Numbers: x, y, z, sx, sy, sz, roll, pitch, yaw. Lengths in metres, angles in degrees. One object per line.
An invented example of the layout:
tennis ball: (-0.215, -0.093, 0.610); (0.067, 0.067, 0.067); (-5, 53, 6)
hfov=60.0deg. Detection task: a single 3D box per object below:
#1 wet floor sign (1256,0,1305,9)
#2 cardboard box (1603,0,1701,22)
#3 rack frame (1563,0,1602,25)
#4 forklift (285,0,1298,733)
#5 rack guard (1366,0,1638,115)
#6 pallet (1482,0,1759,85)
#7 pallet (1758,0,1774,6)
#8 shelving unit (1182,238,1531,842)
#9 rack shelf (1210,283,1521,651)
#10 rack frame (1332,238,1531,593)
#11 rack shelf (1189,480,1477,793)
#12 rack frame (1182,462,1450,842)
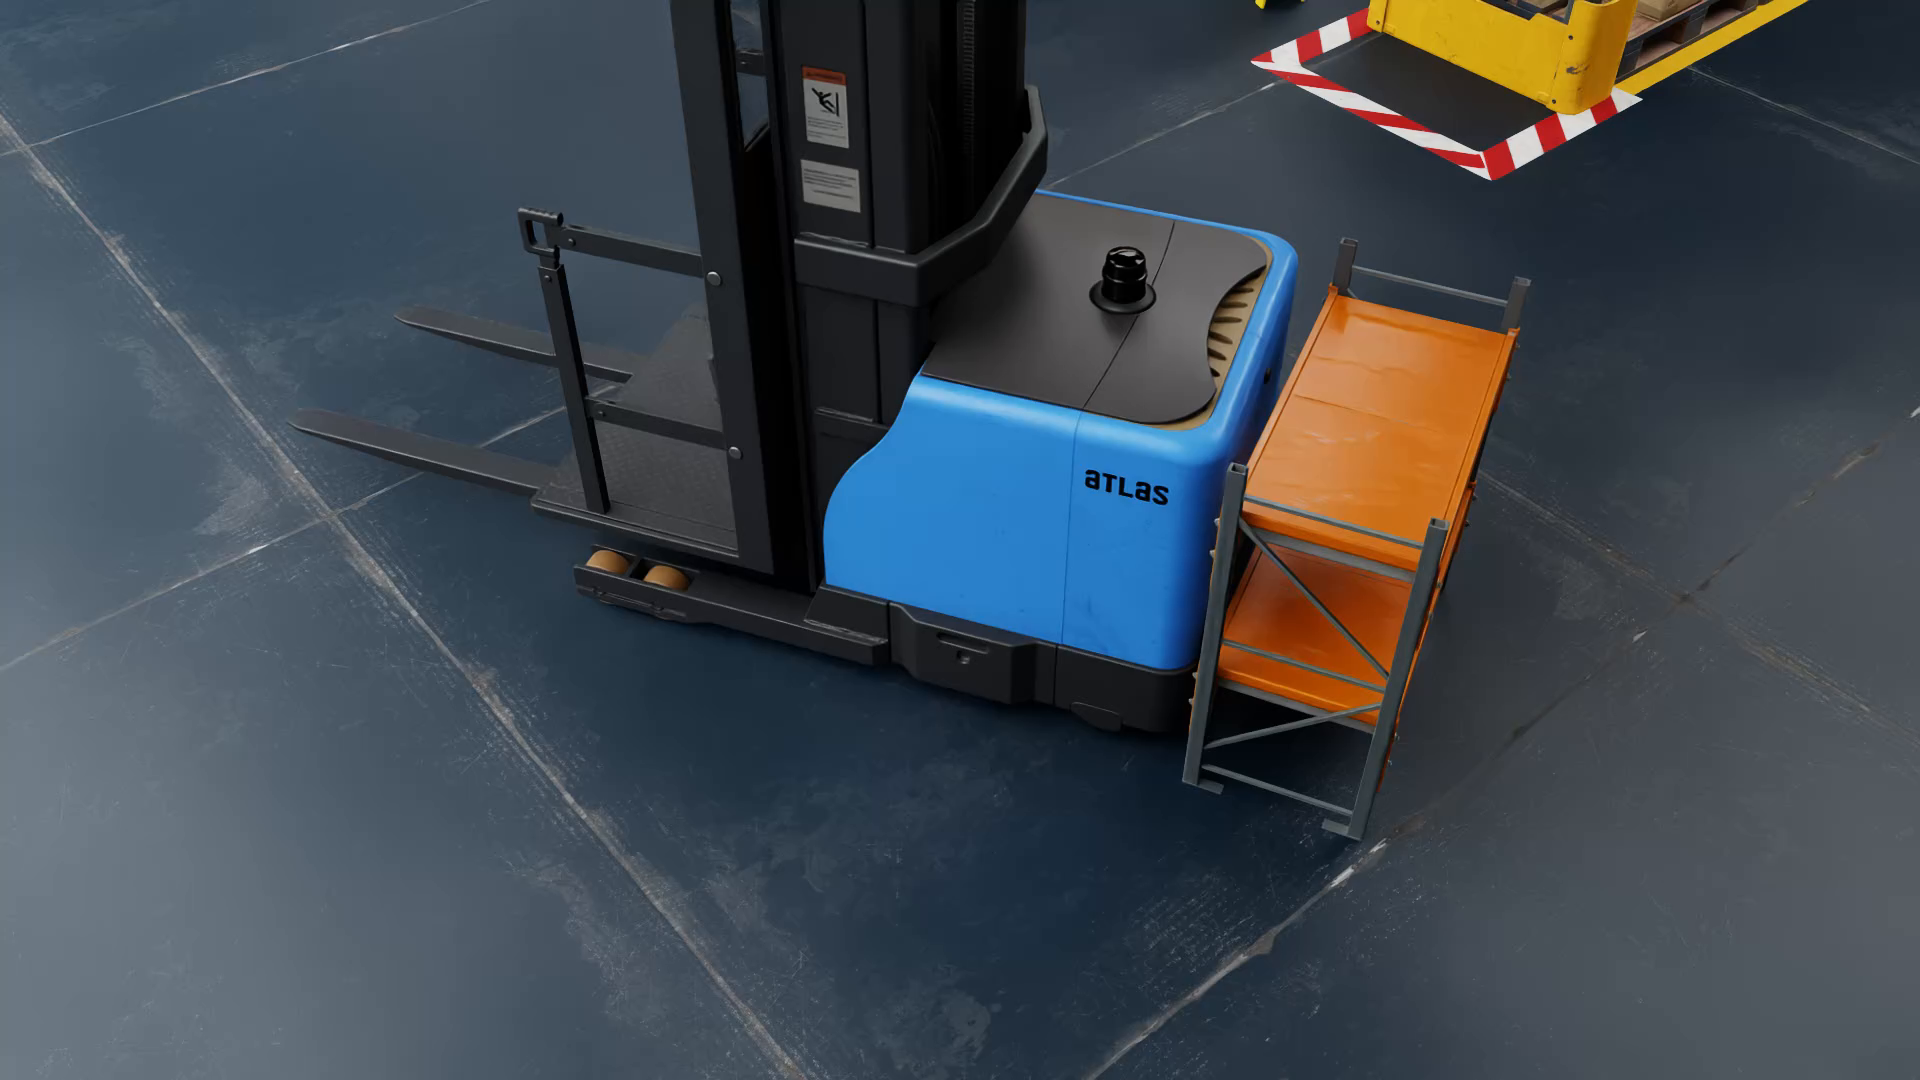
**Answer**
wet floor sign: (1.507, -2.887, 7.853); (0.232, 0.644, 0.267); (-14, 45, -14)
cardboard box: (3.135, -2.627, 7.558); (0.500, 0.250, 0.500); (-30, 51, -28)
rack frame: (2.339, -3.267, 6.537); (0.127, 3.000, 1.000); (-30, 51, -28)
forklift: (-0.629, -1.153, 4.337); (3.031, 2.935, 1.130); (14, 45, 14)
rack guard: (2.397, -2.389, 7.429); (0.348, 0.500, 1.175); (-30, 51, -28)
pallet: (3.043, -2.622, 7.888); (1.213, 0.211, 1.003); (-30, 51, -28)
pallet: (3.978, -3.155, 8.455); (1.213, 0.211, 1.003); (-30, 51, -28)
shelving unit: (1.047, -0.008, 4.436); (0.538, 1.125, 1.048); (17, 46, 17)
rack shelf: (1.047, -0.221, 4.236); (0.538, 0.278, 1.000); (17, 46, 17)
rack frame: (1.252, -0.326, 4.775); (0.500, 1.125, 0.032); (17, 46, 17)
rack shelf: (1.047, 0.171, 4.604); (0.538, 0.278, 1.000); (17, 46, 17)
rack frame: (0.842, 0.311, 4.097); (0.500, 1.125, 0.032); (17, 46, 17)
